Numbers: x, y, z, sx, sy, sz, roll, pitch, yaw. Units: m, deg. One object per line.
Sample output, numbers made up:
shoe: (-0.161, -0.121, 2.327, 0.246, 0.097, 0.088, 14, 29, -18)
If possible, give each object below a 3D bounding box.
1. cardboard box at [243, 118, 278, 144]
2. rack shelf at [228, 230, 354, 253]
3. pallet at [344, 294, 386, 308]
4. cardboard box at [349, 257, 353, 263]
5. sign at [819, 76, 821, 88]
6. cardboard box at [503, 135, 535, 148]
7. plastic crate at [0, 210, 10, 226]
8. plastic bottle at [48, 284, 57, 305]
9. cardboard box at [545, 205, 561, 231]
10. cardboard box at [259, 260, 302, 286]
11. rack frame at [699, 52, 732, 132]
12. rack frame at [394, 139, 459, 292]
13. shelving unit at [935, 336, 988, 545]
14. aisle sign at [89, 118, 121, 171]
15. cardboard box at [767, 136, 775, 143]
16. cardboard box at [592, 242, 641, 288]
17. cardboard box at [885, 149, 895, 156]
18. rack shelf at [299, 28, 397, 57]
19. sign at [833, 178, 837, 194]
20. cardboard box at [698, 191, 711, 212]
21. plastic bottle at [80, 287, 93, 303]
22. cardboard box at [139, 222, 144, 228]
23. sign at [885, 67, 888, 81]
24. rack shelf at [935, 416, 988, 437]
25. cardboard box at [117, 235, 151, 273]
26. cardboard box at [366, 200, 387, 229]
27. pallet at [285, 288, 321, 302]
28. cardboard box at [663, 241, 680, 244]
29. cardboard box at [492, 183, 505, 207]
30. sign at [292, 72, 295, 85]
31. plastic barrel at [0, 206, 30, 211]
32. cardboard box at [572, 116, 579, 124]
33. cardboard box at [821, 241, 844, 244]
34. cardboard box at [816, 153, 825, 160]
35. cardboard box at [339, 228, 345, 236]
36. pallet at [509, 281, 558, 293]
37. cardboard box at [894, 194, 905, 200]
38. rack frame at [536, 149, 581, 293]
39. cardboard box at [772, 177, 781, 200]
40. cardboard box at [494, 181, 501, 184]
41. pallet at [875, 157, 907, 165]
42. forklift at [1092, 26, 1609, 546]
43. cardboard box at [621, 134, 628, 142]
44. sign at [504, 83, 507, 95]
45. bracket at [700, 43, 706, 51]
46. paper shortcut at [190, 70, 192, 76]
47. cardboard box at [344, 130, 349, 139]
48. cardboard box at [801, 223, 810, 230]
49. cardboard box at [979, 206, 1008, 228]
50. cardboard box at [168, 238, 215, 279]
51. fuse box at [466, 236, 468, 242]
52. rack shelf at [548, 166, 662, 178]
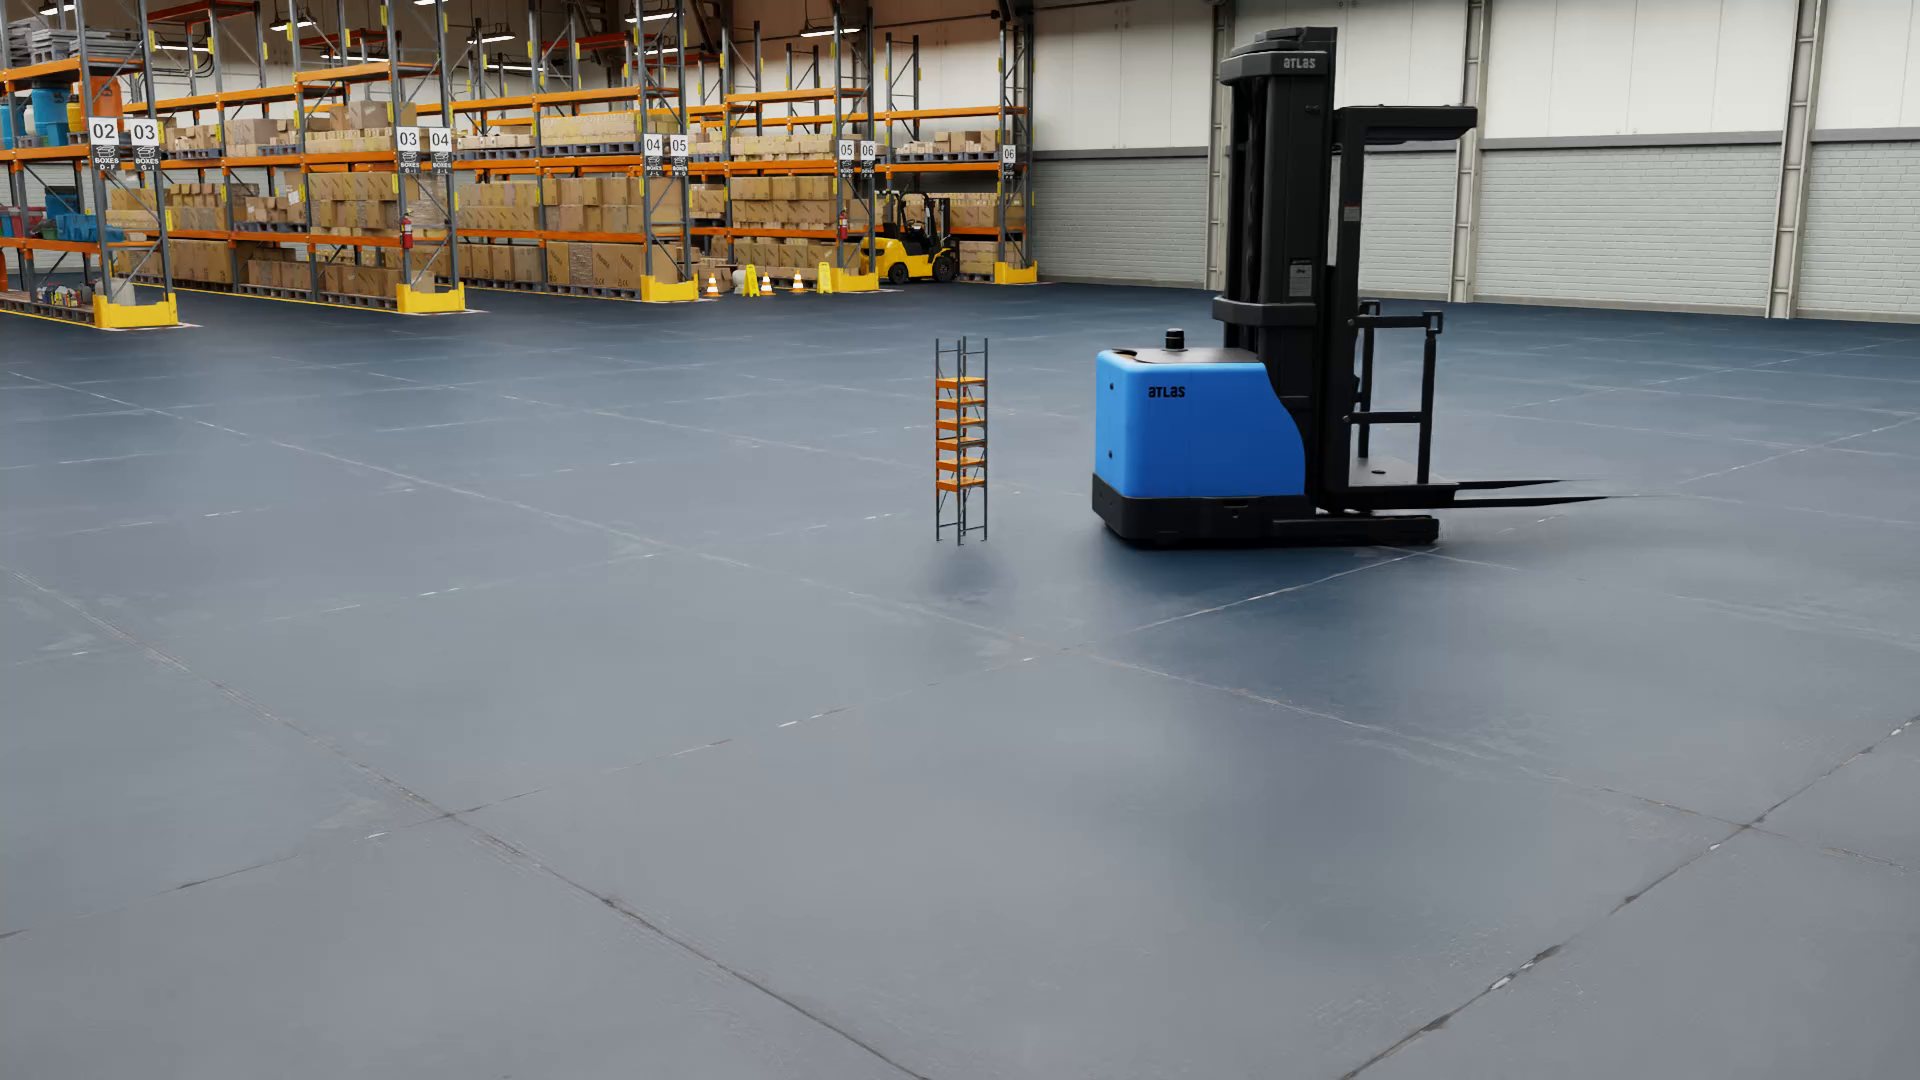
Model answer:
cardboard box: (-14.119, -8.247, 33.586, 0.500, 0.500, 0.500, 11, 16, 44)
rack shelf: (-13.576, -6.091, 33.826, 1.077, 0.370, 4.000, -11, 16, -43)
pallet: (-10.859, -4.515, 31.301, 1.003, 0.211, 1.213, -11, 16, -43)
cardboard box: (-15.366, -7.153, 42.486, 0.250, 0.149, 0.380, 11, 16, 42)
sign: (-3.803, -12.360, 44.895, 0.100, 0.325, 0.005, -11, 16, -43)
cardboard box: (-9.550, -8.628, 36.005, 0.500, 0.250, 0.500, -11, 16, -43)
plastic crate: (-17.645, -5.798, 30.462, 0.402, 0.464, 0.583, -11, 16, -43)
plastic bottle: (-15.389, -4.176, 28.223, 0.185, 0.351, 0.144, 11, 16, 43)
cardboard box: (-8.274, -6.849, 35.351, 0.875, 0.550, 0.550, -11, 16, -43)
cardboard box: (-14.088, -5.552, 34.532, 0.500, 0.500, 0.700, 10, 15, 40)
rack frame: (-6.965, -12.331, 47.461, 1.000, 3.000, 0.127, -11, 16, -43)
rack frame: (-9.433, -5.568, 29.503, 1.000, 3.000, 0.127, -11, 16, -43)
shelving unit: (0.010, -0.586, 9.780, 0.258, 1.200, 0.189, -11, 16, -43)
aisle sign: (-13.180, -6.099, 25.639, 0.394, 0.787, 0.004, -11, 16, -43)
cardboard box: (-4.107, -8.995, 37.352, 0.380, 0.149, 0.250, -11, 16, -43)
cardboard box: (-6.901, -5.627, 34.016, 0.875, 0.875, 0.875, -11, 16, -43)
cardboard box: (-1.884, -9.977, 42.803, 0.380, 0.149, 0.250, -11, 16, -43)
rack shelf: (-15.444, -12.501, 41.835, 1.077, 0.370, 4.000, -11, 16, -43)
sign: (-2.680, -7.596, 35.696, 0.100, 0.325, 0.005, -11, 16, -43)
cardboard box: (-5.856, -8.041, 39.479, 0.500, 0.500, 0.500, -11, 16, -42)
plastic bottle: (-15.081, -4.237, 28.701, 0.152, 0.276, 0.135, -11, 16, -43)
cardboard box: (-18.878, -7.345, 38.752, 0.380, 0.149, 0.250, -11, 16, -42)
sign: (-1.824, -11.582, 41.316, 0.100, 0.325, 0.005, -11, 16, -43)
rack shelf: (0.010, -0.660, 9.765, 0.258, 0.103, 0.180, -11, 16, -43)
cardboard box: (-19.982, -6.986, 40.610, 0.875, 0.875, 0.875, -11, 16, -43)
cardboard box: (-10.225, -5.903, 30.144, 0.875, 0.500, 0.500, -11, 16, -43)
pallet: (-12.734, -4.899, 33.168, 1.003, 0.211, 1.213, -11, 16, -43)
cardboard box: (-8.518, -8.634, 49.538, 0.500, 0.500, 0.500, -11, 16, -42)
cardboard box: (-9.938, -7.661, 36.936, 0.700, 0.500, 0.500, -11, 16, -43)
sign: (-17.217, -11.938, 43.045, 0.100, 0.325, 0.005, -11, 16, -43)
plastic barrel: (-18.000, -6.086, 31.682, 0.600, 0.536, 0.708, -11, 16, -43)
cardboard box: (-7.652, -8.533, 33.821, 0.380, 0.149, 0.250, -11, 16, -43)
cardboard box: (-3.325, -7.664, 44.521, 0.875, 0.625, 0.625, -10, 15, -41)
cardboard box: (-2.909, -8.340, 36.146, 0.380, 0.149, 0.250, -11, 16, -42)
cardboard box: (-11.383, -5.776, 31.137, 0.380, 0.149, 0.250, -11, 16, -43)
pallet: (-9.125, -5.564, 36.397, 1.003, 0.211, 1.213, -11, 16, -43)
cardboard box: (-1.434, -8.649, 41.867, 0.380, 0.149, 0.250, -10, 16, -41)
rack frame: (-8.538, -6.828, 35.620, 1.000, 3.000, 0.127, -11, 16, -43)
cardboard box: (-3.791, -7.904, 37.381, 0.700, 0.500, 0.500, -11, 16, -43)
cardboard box: (-12.746, -9.932, 46.351, 0.250, 0.149, 0.380, 11, 16, 43)
pallet: (-2.058, -9.727, 42.732, 1.217, 0.209, 0.805, 11, 16, 43)
forklift: (2.387, -1.508, 9.966, 3.031, 2.935, 1.130, -1, 12, -7)
cardboard box: (-6.424, -7.883, 32.642, 0.380, 0.149, 0.250, -11, 16, -42)
sign: (-12.912, -12.792, 47.189, 0.100, 0.325, 0.005, -11, 16, -43)
bracket: (-7.337, -14.332, 48.254, 0.235, 0.232, 0.430, -11, 16, -43)
paper shortcut: (-16.249, -9.861, 35.131, 0.009, 0.170, 0.078, 4, -25, -45)
cardboard box: (-11.063, -7.434, 30.512, 0.380, 0.149, 0.250, -10, 16, -41)
cardboard box: (-3.294, -6.946, 36.814, 0.380, 0.149, 0.250, -11, 16, -42)
cardboard box: (0.793, -7.725, 39.727, 0.500, 0.500, 0.500, -11, 16, -44)
cardboard box: (-17.263, -6.394, 37.735, 1.225, 0.875, 0.875, -11, 16, -42)
fuse box: (-15.605, -9.744, 52.966, 0.539, 1.711, 0.414, -11, 16, -43)
rack shelf: (-9.171, -9.525, 43.059, 1.077, 0.370, 4.000, -11, 16, -43)
